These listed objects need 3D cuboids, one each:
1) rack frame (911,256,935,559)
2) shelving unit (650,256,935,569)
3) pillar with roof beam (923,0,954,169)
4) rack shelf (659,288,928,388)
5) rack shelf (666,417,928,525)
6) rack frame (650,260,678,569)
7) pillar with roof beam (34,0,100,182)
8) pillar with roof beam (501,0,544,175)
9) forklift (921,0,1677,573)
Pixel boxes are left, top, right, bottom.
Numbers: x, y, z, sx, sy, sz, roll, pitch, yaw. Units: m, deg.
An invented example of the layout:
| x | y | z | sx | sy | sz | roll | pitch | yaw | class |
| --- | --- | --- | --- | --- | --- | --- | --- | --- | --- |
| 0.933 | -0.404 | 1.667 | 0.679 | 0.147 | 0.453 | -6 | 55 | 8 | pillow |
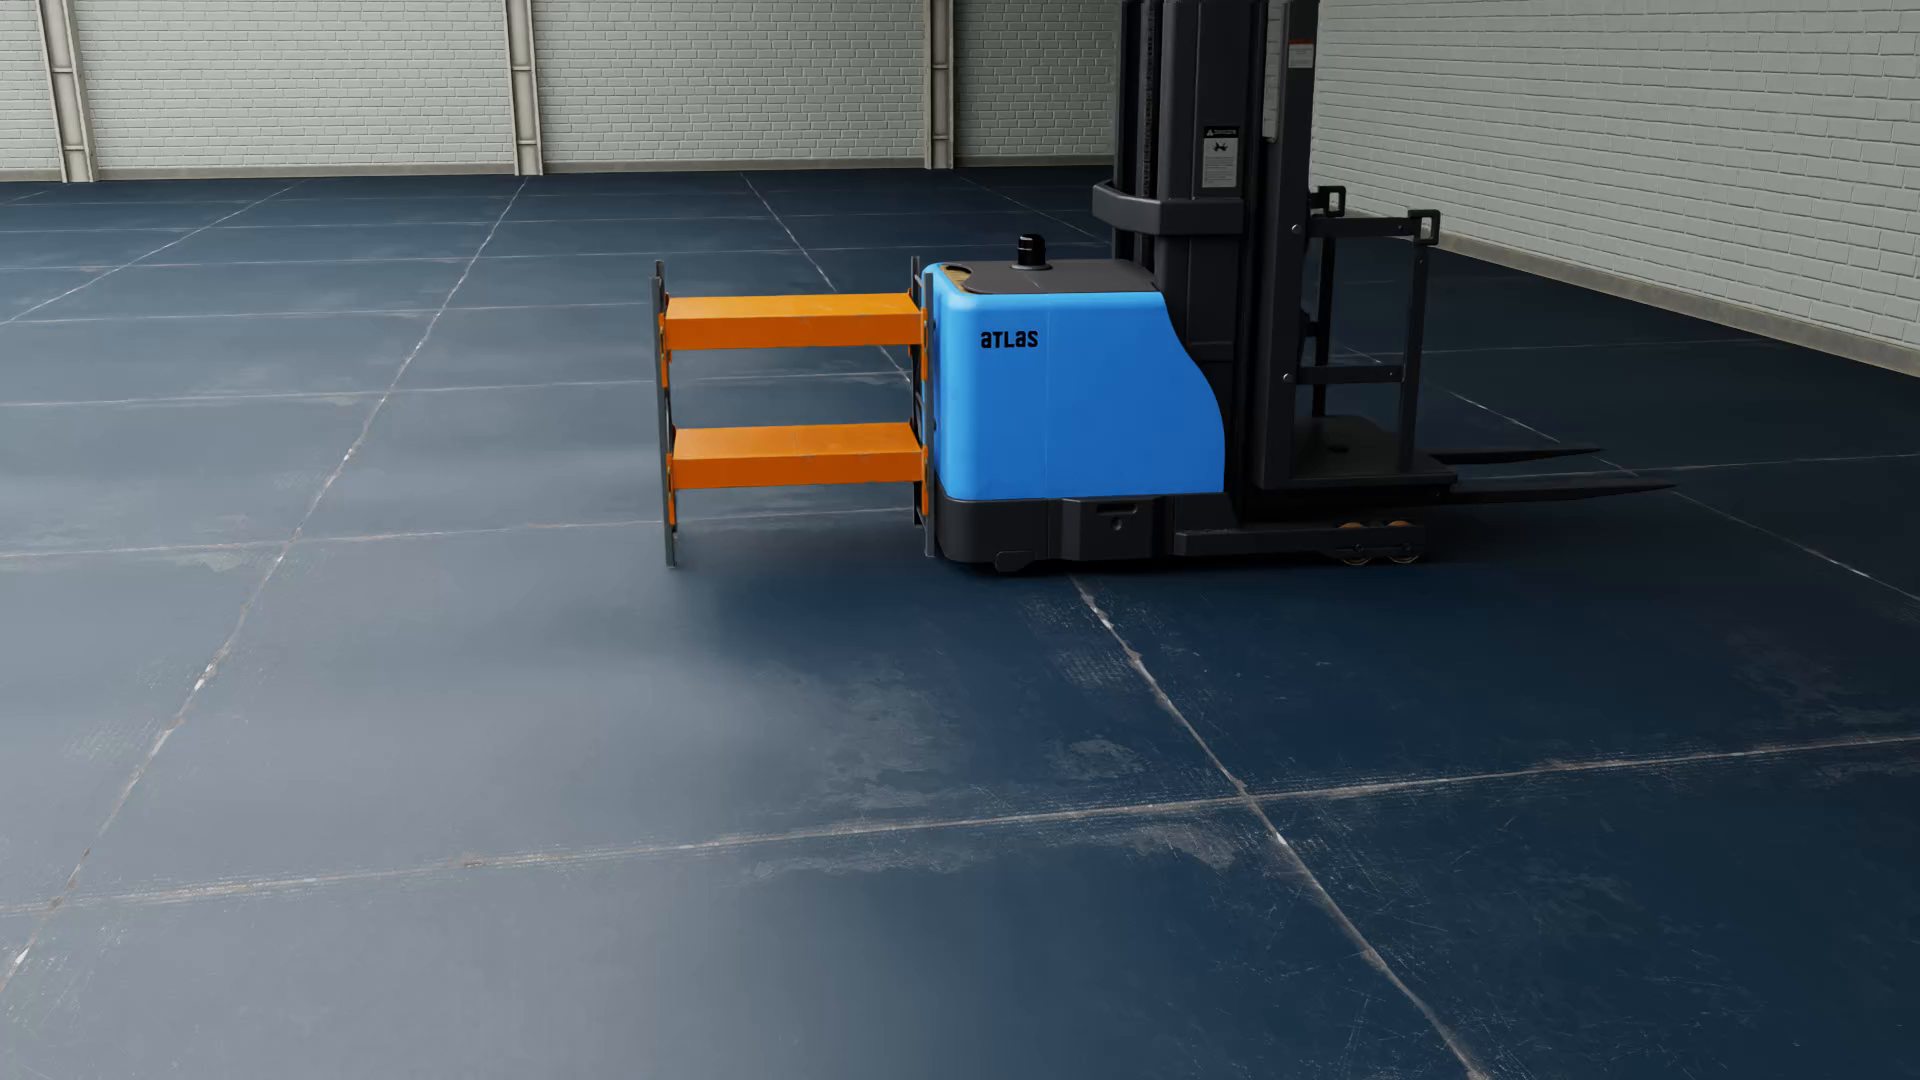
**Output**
| x | y | z | sx | sy | sz | roll | pitch | yaw | class |
| --- | --- | --- | --- | --- | --- | --- | --- | --- | --- |
| -0.149 | -0.537 | 6.646 | 0.032 | 1.125 | 0.500 | -2 | 17 | -7 | rack frame |
| -0.653 | -0.518 | 6.581 | 1.048 | 1.125 | 0.538 | -2 | 17 | -7 | shelving unit |
| 0.499 | -8.672 | 19.718 | 0.400 | 9.000 | 9.100 | -3 | 17 | -10 | pillar with roof beam |
| -0.653 | -0.797 | 6.495 | 1.000 | 0.278 | 0.538 | -2 | 17 | -7 | rack shelf |
| -0.653 | -0.284 | 6.653 | 1.000 | 0.278 | 0.538 | -2 | 17 | -7 | rack shelf |
| -1.157 | -0.498 | 6.517 | 0.032 | 1.125 | 0.500 | -2 | 17 | -7 | rack frame |
| -11.283 | -8.003 | 17.542 | 0.400 | 9.000 | 9.100 | -3 | 17 | -10 | pillar with roof beam |
| -5.392 | -8.337 | 18.630 | 0.400 | 9.000 | 9.100 | -3 | 17 | -10 | pillar with roof beam |
| 1.386 | -1.452 | 6.548 | 3.031 | 2.935 | 1.130 | -2 | 17 | -7 | forklift |
